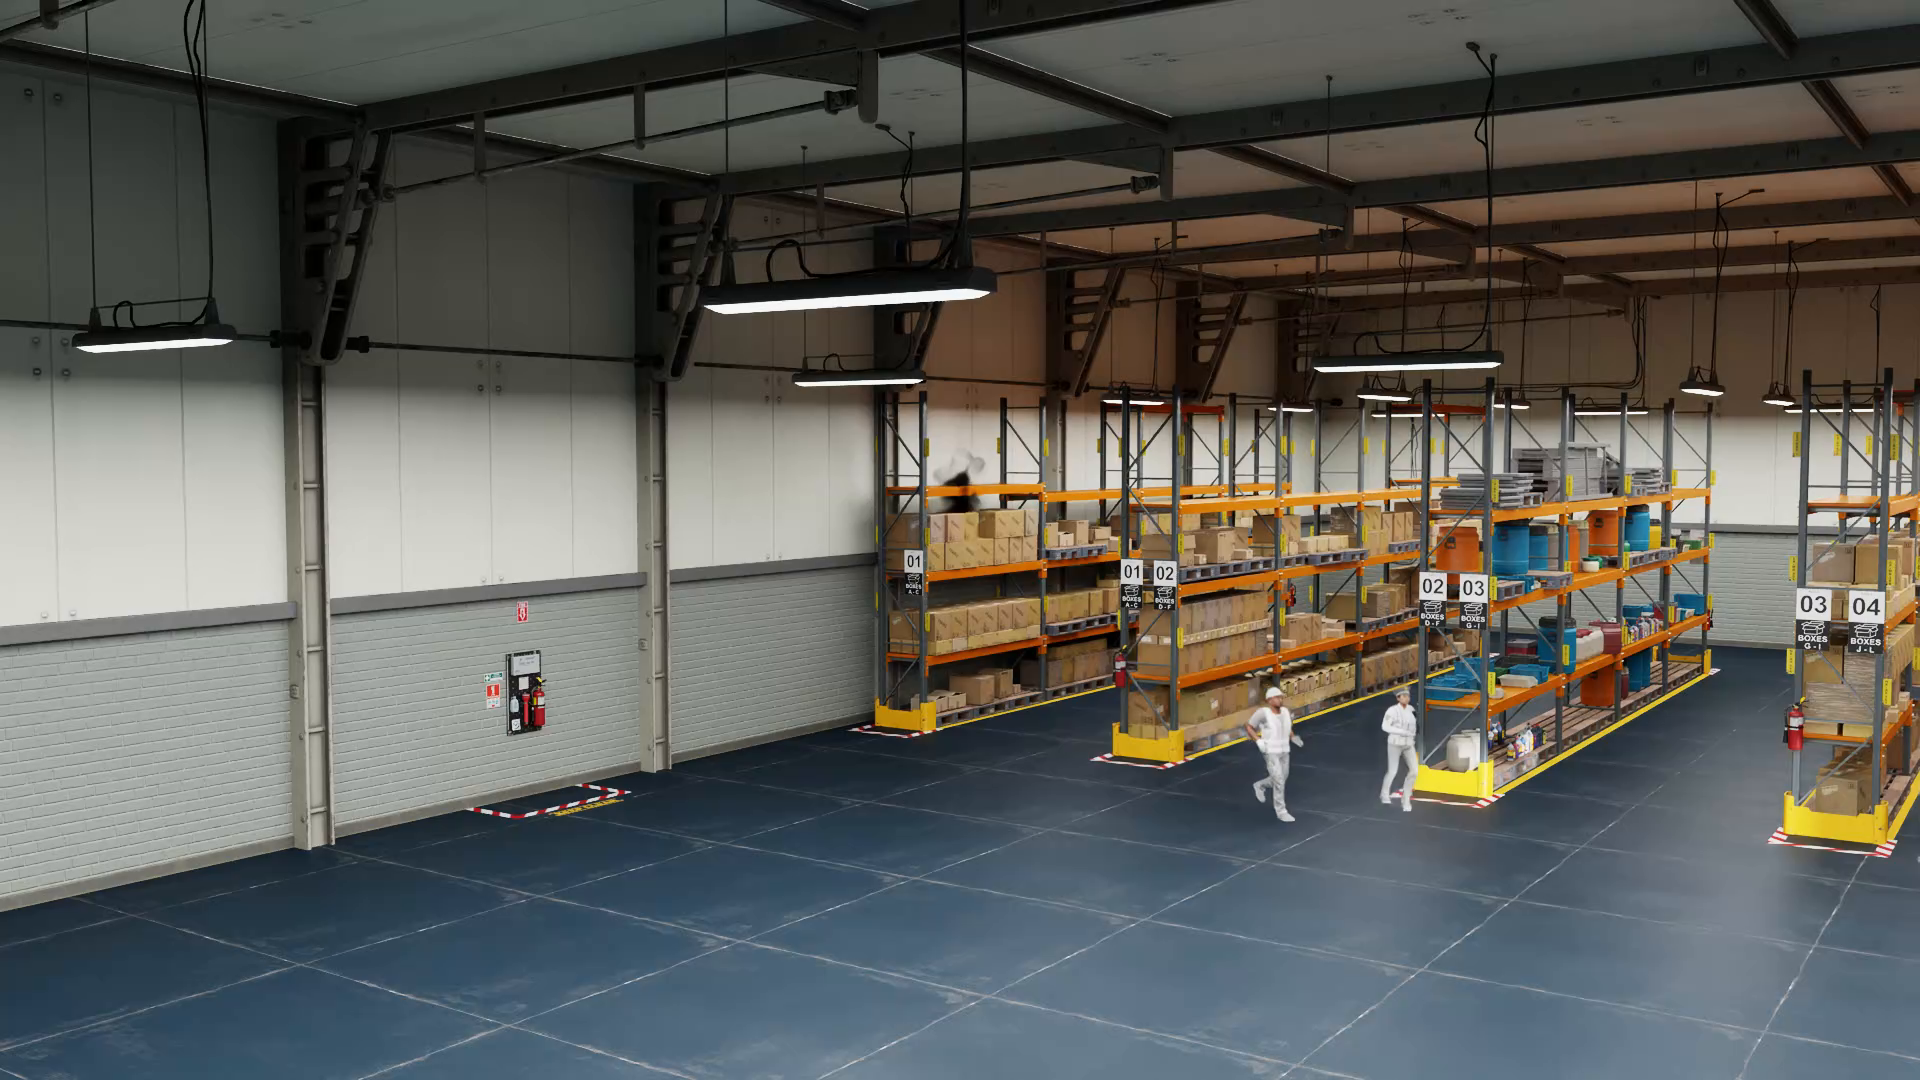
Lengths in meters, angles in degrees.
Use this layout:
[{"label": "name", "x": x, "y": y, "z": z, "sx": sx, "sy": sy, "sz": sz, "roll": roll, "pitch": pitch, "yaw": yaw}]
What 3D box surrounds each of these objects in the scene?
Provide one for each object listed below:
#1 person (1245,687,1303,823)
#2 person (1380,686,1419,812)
[{"label": "person", "x": 4.238, "y": 2.879, "z": 22.540, "sx": 0.681, "sy": 1.775, "sz": 0.879, "roll": -2, "pitch": 4, "yaw": -31}, {"label": "person", "x": 6.129, "y": 2.885, "z": 23.067, "sx": 0.614, "sy": 1.746, "sz": 0.651, "roll": -1, "pitch": 3, "yaw": -14}]
